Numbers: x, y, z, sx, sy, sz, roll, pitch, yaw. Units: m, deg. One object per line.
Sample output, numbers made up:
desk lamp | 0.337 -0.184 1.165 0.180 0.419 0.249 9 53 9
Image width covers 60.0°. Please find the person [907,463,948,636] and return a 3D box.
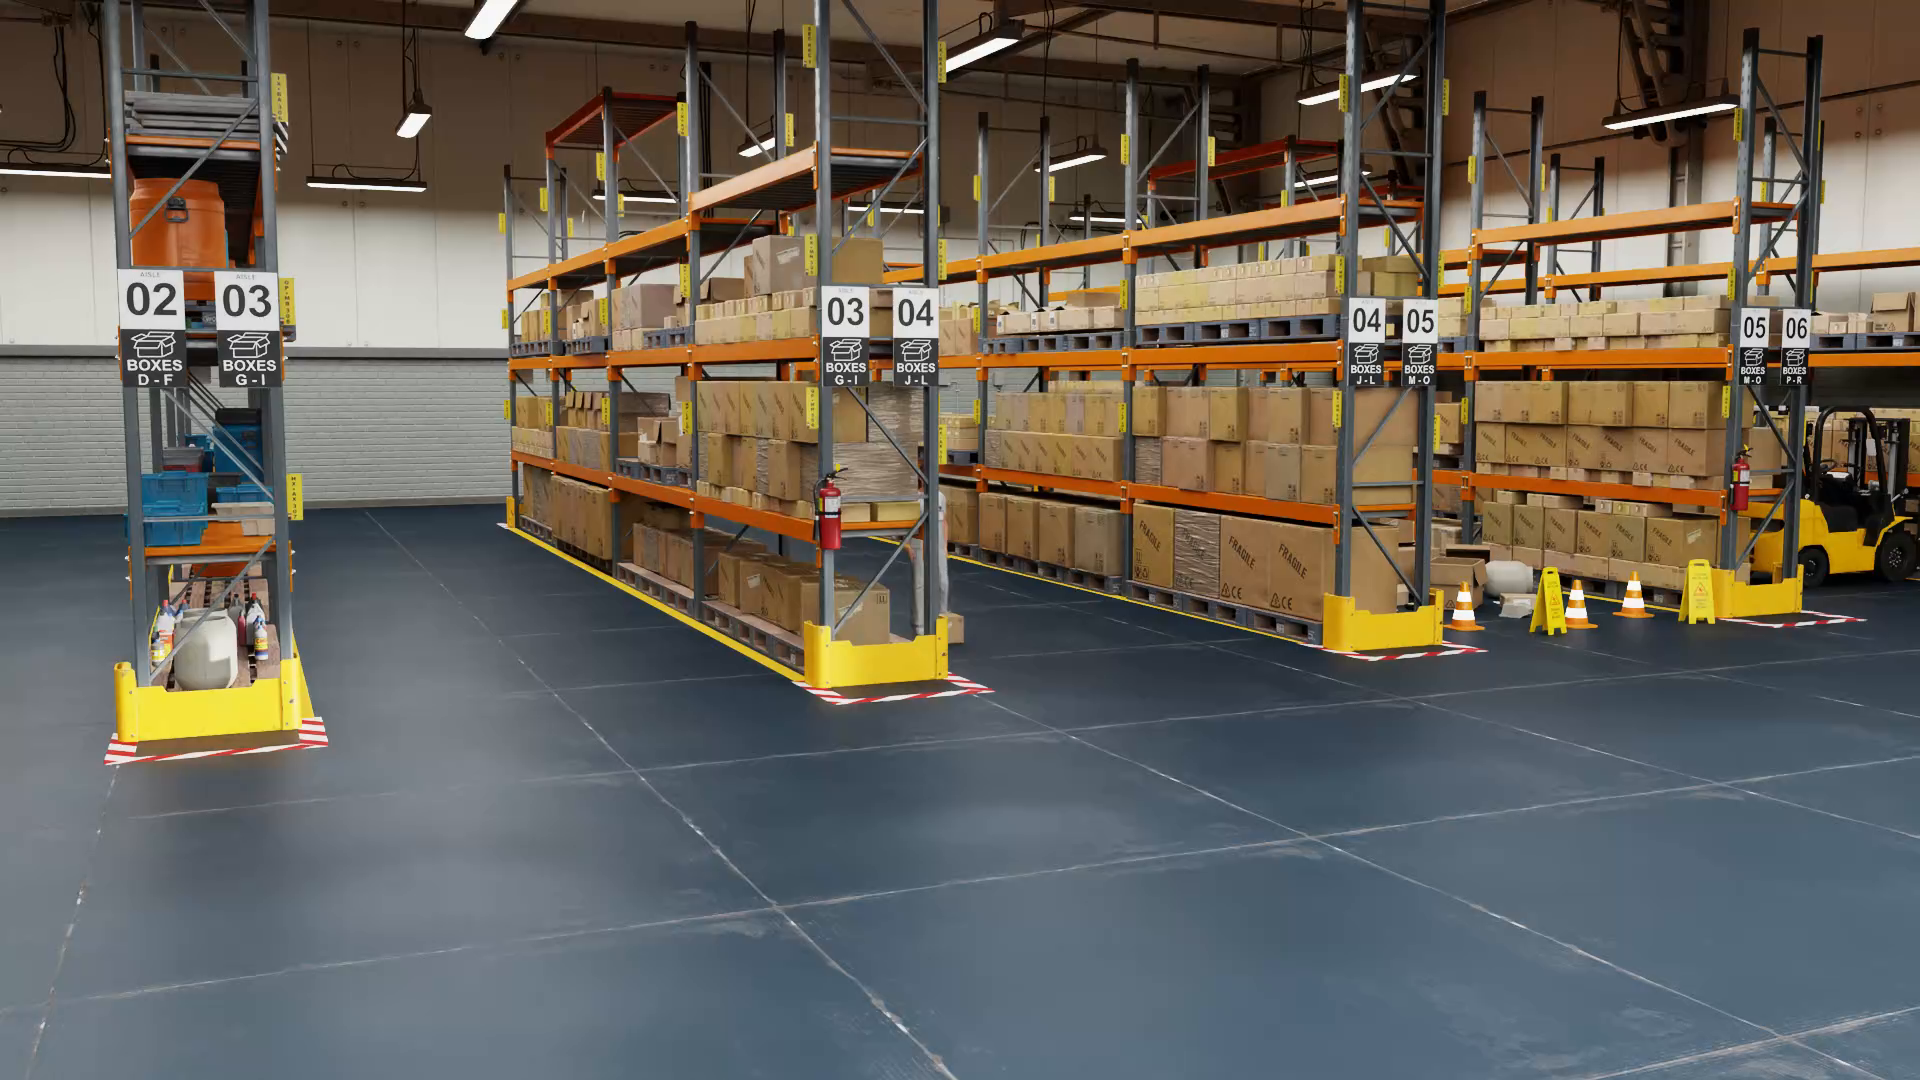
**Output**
person | -0.312 0.099 16.062 0.444 1.695 0.393 -2 6 -23
